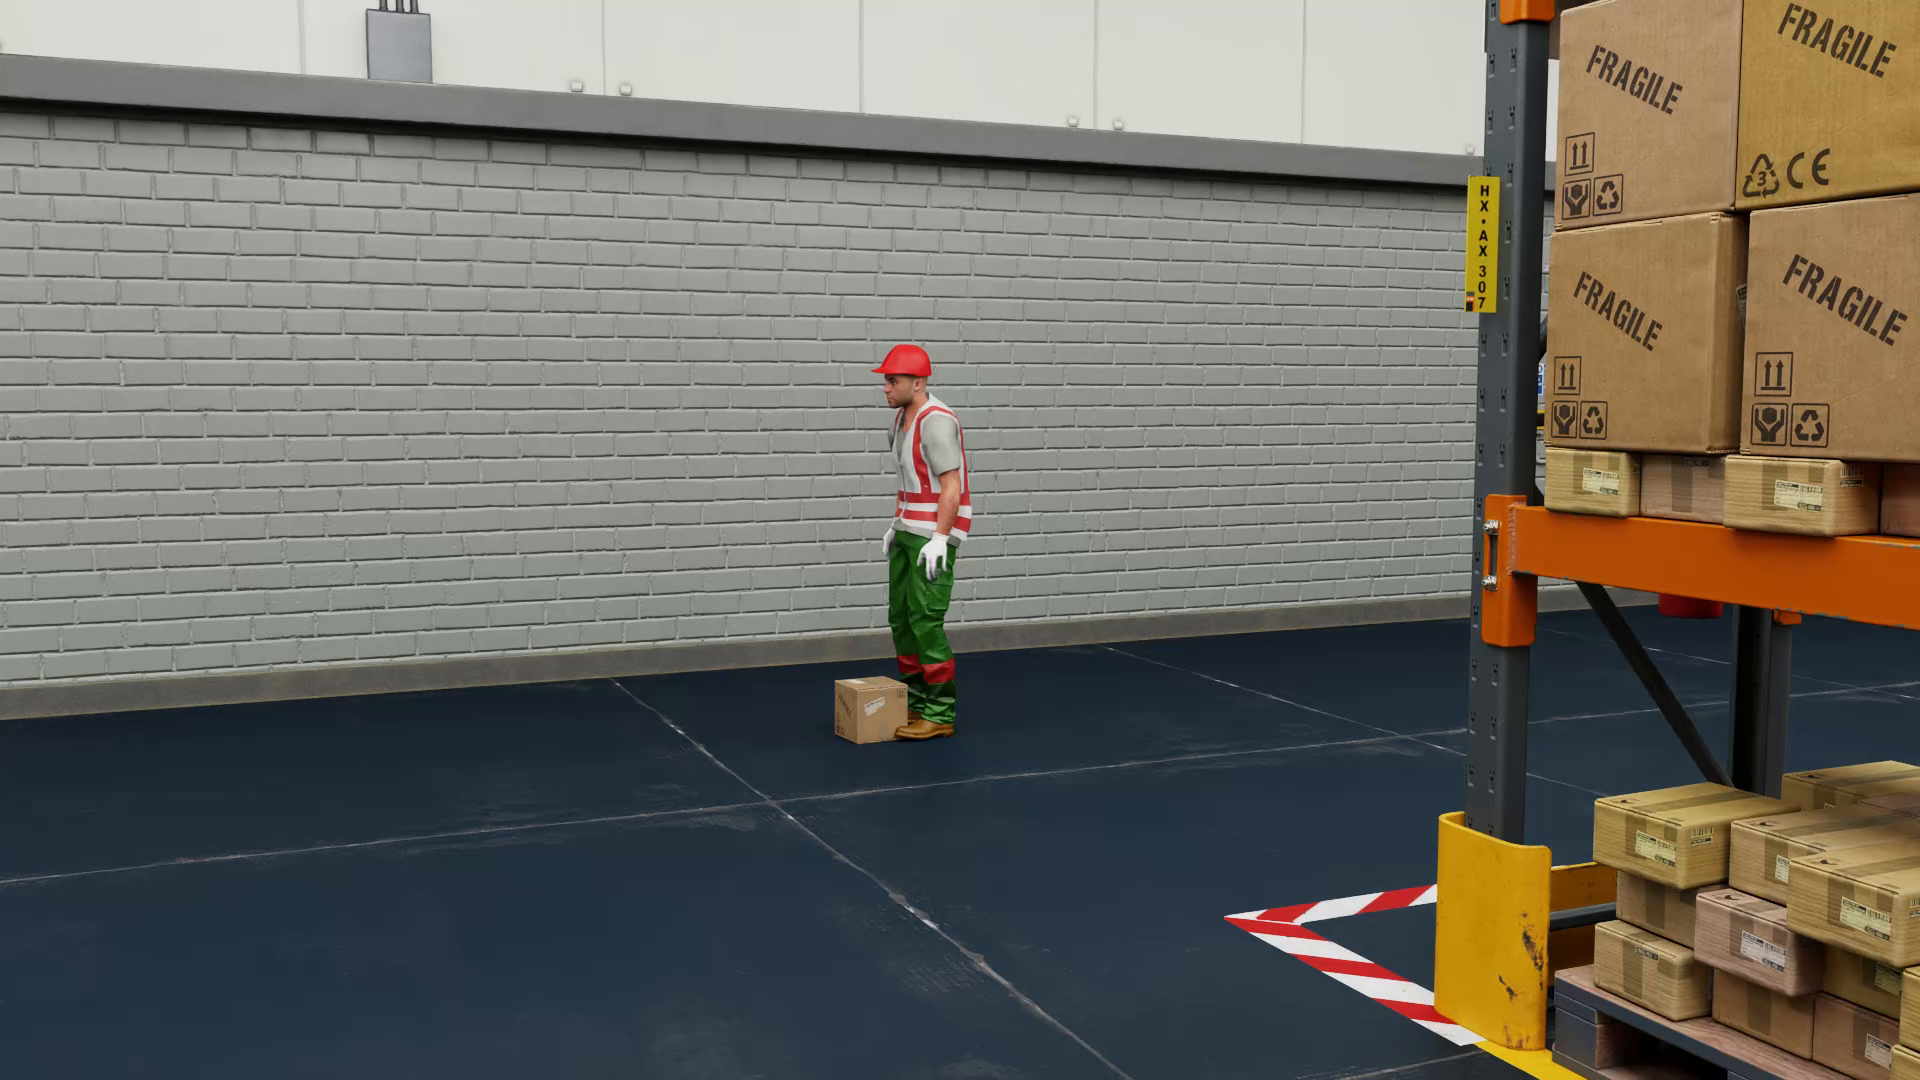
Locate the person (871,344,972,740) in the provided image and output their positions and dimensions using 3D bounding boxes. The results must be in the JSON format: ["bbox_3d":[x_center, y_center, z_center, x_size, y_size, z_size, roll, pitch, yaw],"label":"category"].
[{"bbox_3d":[-0.195,0.003,7.591,0.453,1.778,0.604,-2,6,-24],"label":"person"}]
